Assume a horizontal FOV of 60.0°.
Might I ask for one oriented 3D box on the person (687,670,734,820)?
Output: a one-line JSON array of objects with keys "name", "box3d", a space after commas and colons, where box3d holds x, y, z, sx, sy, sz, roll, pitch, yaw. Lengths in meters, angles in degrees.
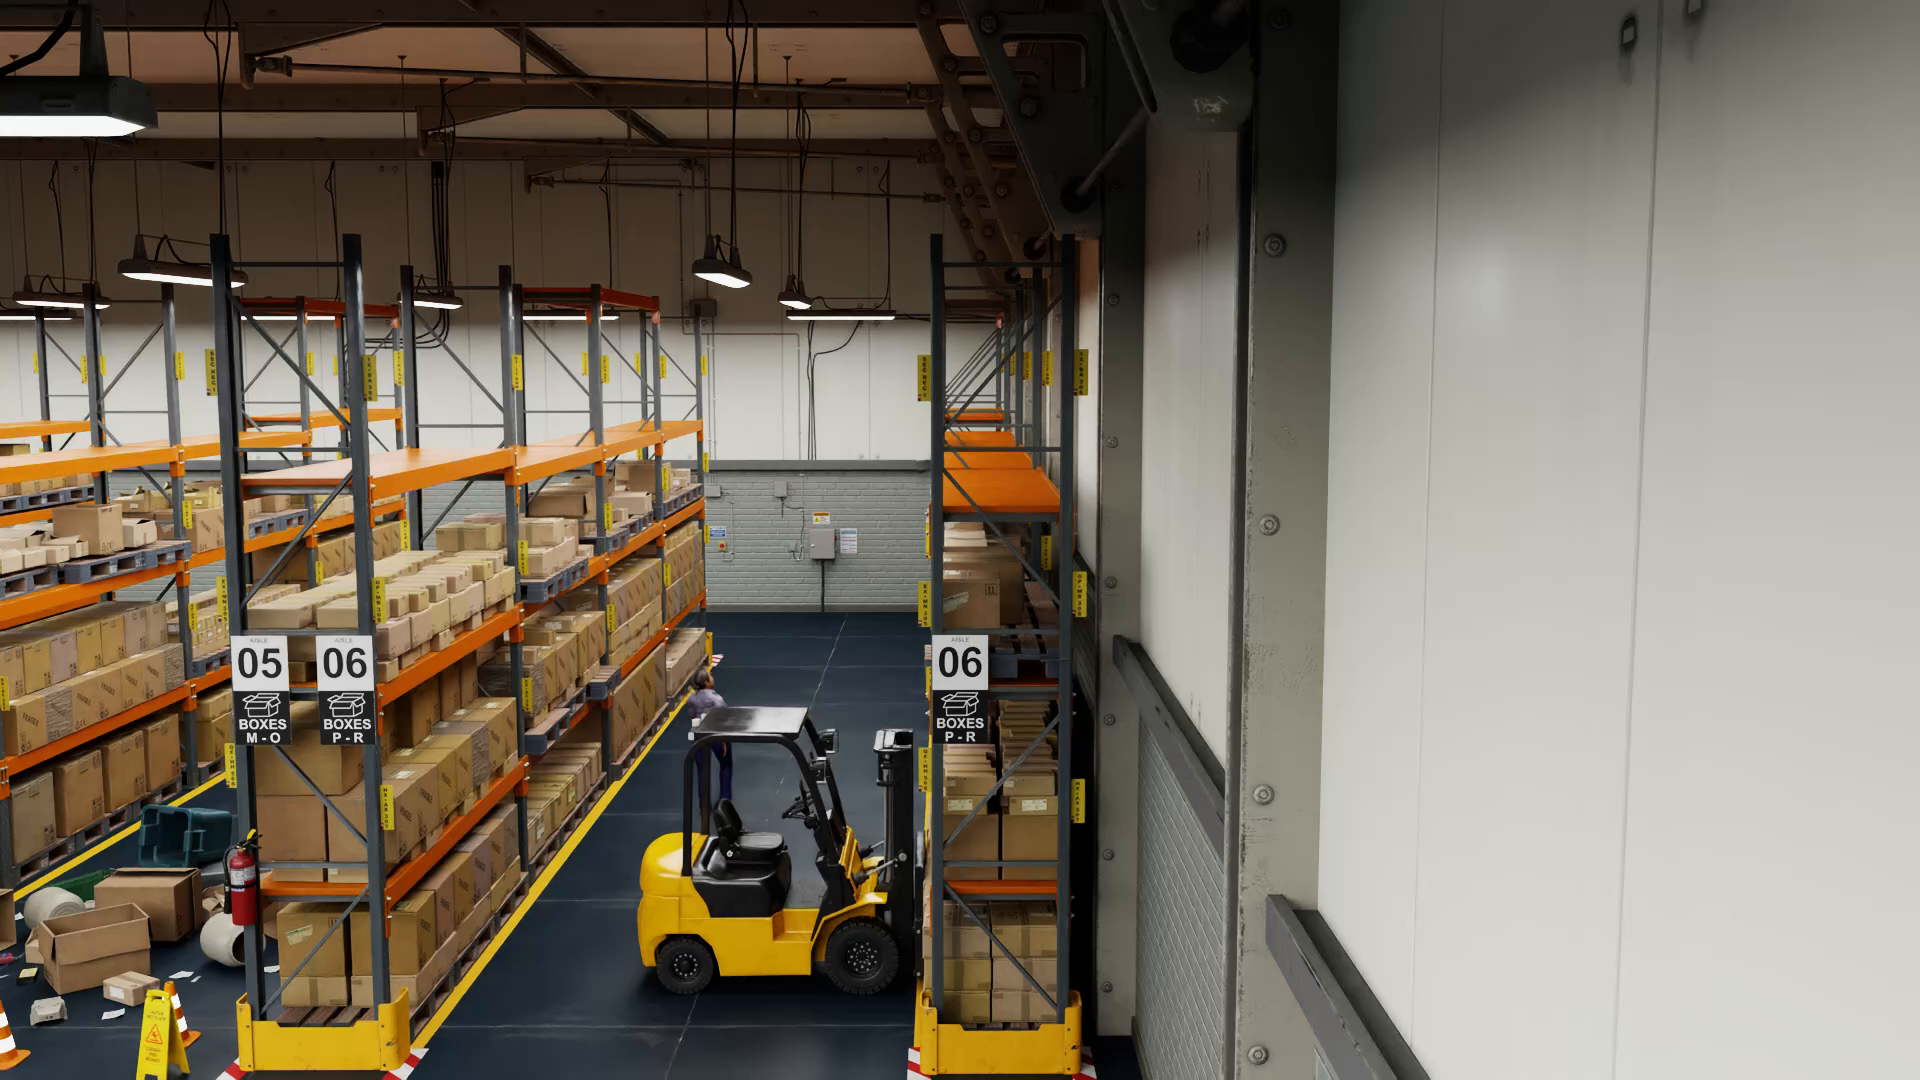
[{"name": "person", "box3d": [-2.716, 2.208, 18.062, 0.471, 1.649, 0.729, 0, 6, -4]}]
